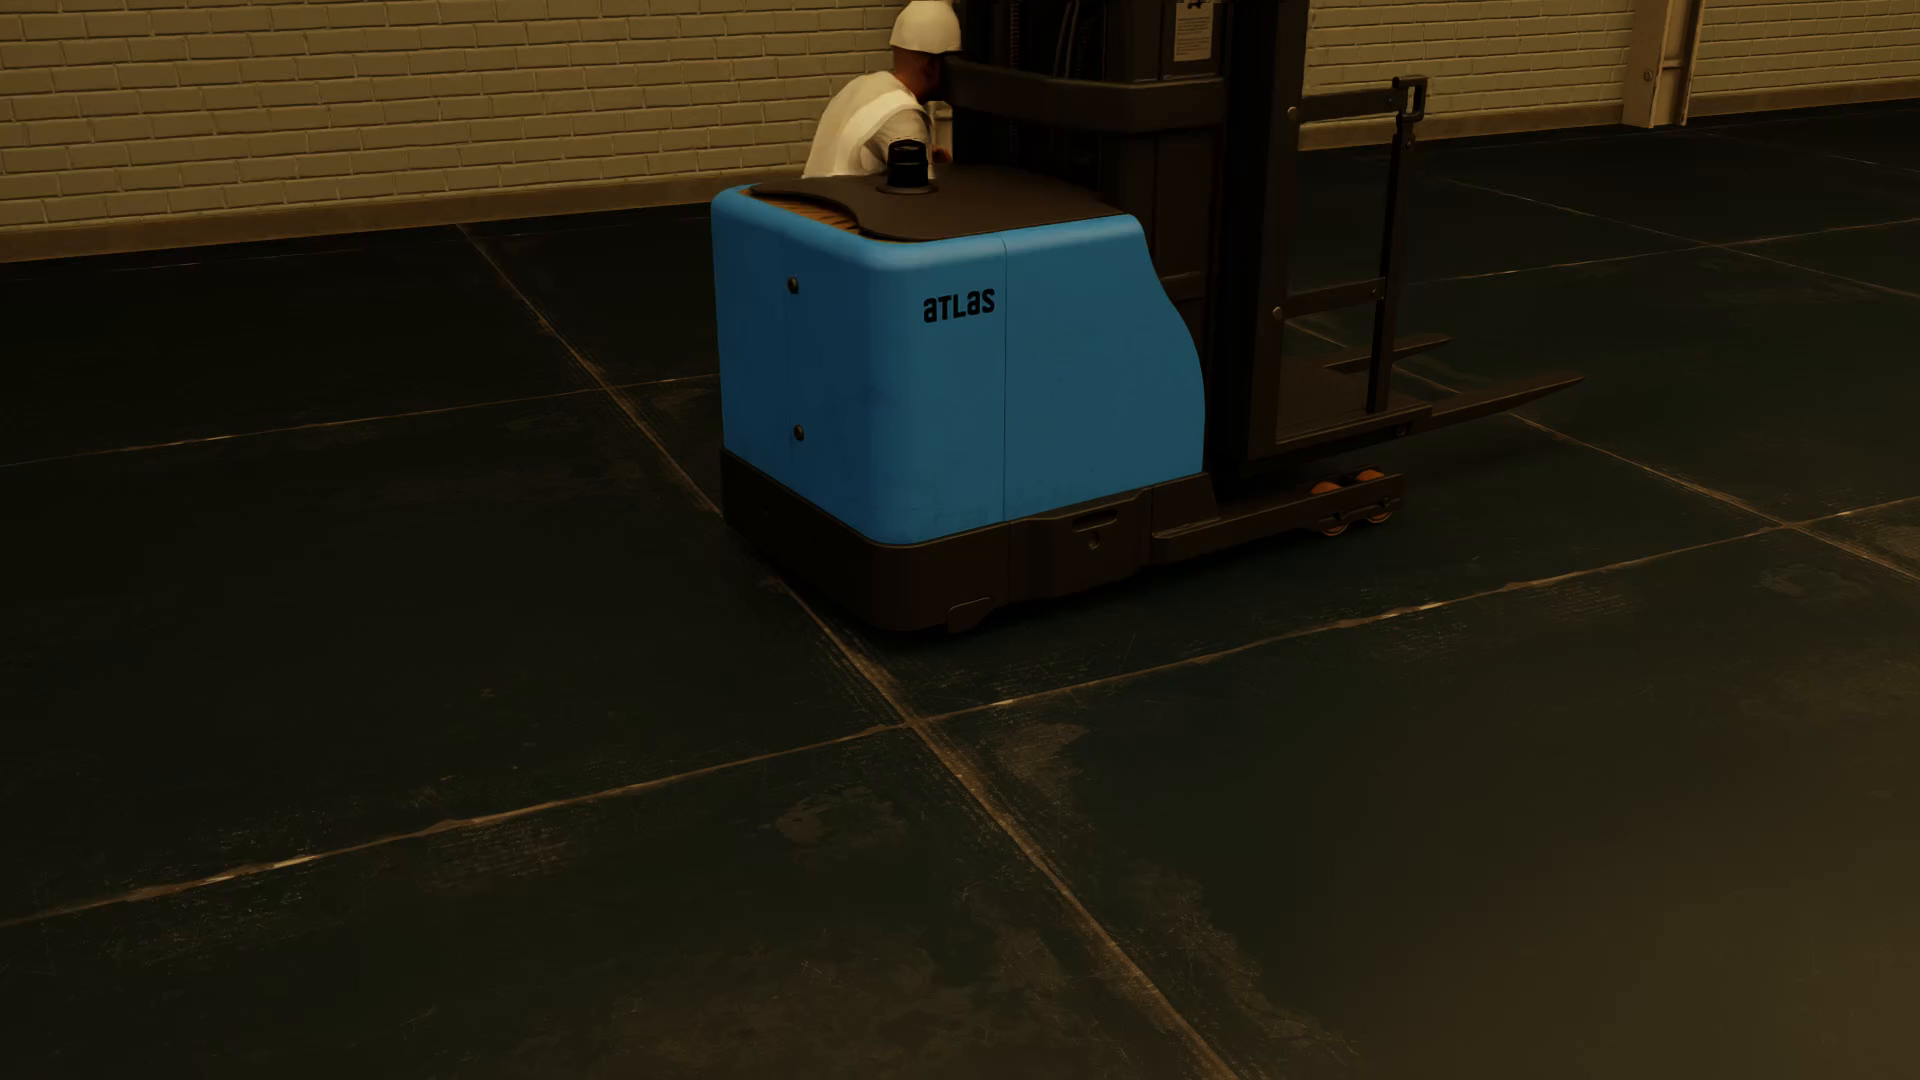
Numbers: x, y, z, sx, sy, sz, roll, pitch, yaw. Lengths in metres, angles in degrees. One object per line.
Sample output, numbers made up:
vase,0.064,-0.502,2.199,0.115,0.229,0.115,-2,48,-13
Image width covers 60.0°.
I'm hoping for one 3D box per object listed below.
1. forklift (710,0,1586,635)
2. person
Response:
forklift,0.790,-1.519,4.943,3.031,2.935,1.130,-14,26,-31
person,-0.061,-0.823,5.054,0.893,1.551,0.995,-13,26,-28
